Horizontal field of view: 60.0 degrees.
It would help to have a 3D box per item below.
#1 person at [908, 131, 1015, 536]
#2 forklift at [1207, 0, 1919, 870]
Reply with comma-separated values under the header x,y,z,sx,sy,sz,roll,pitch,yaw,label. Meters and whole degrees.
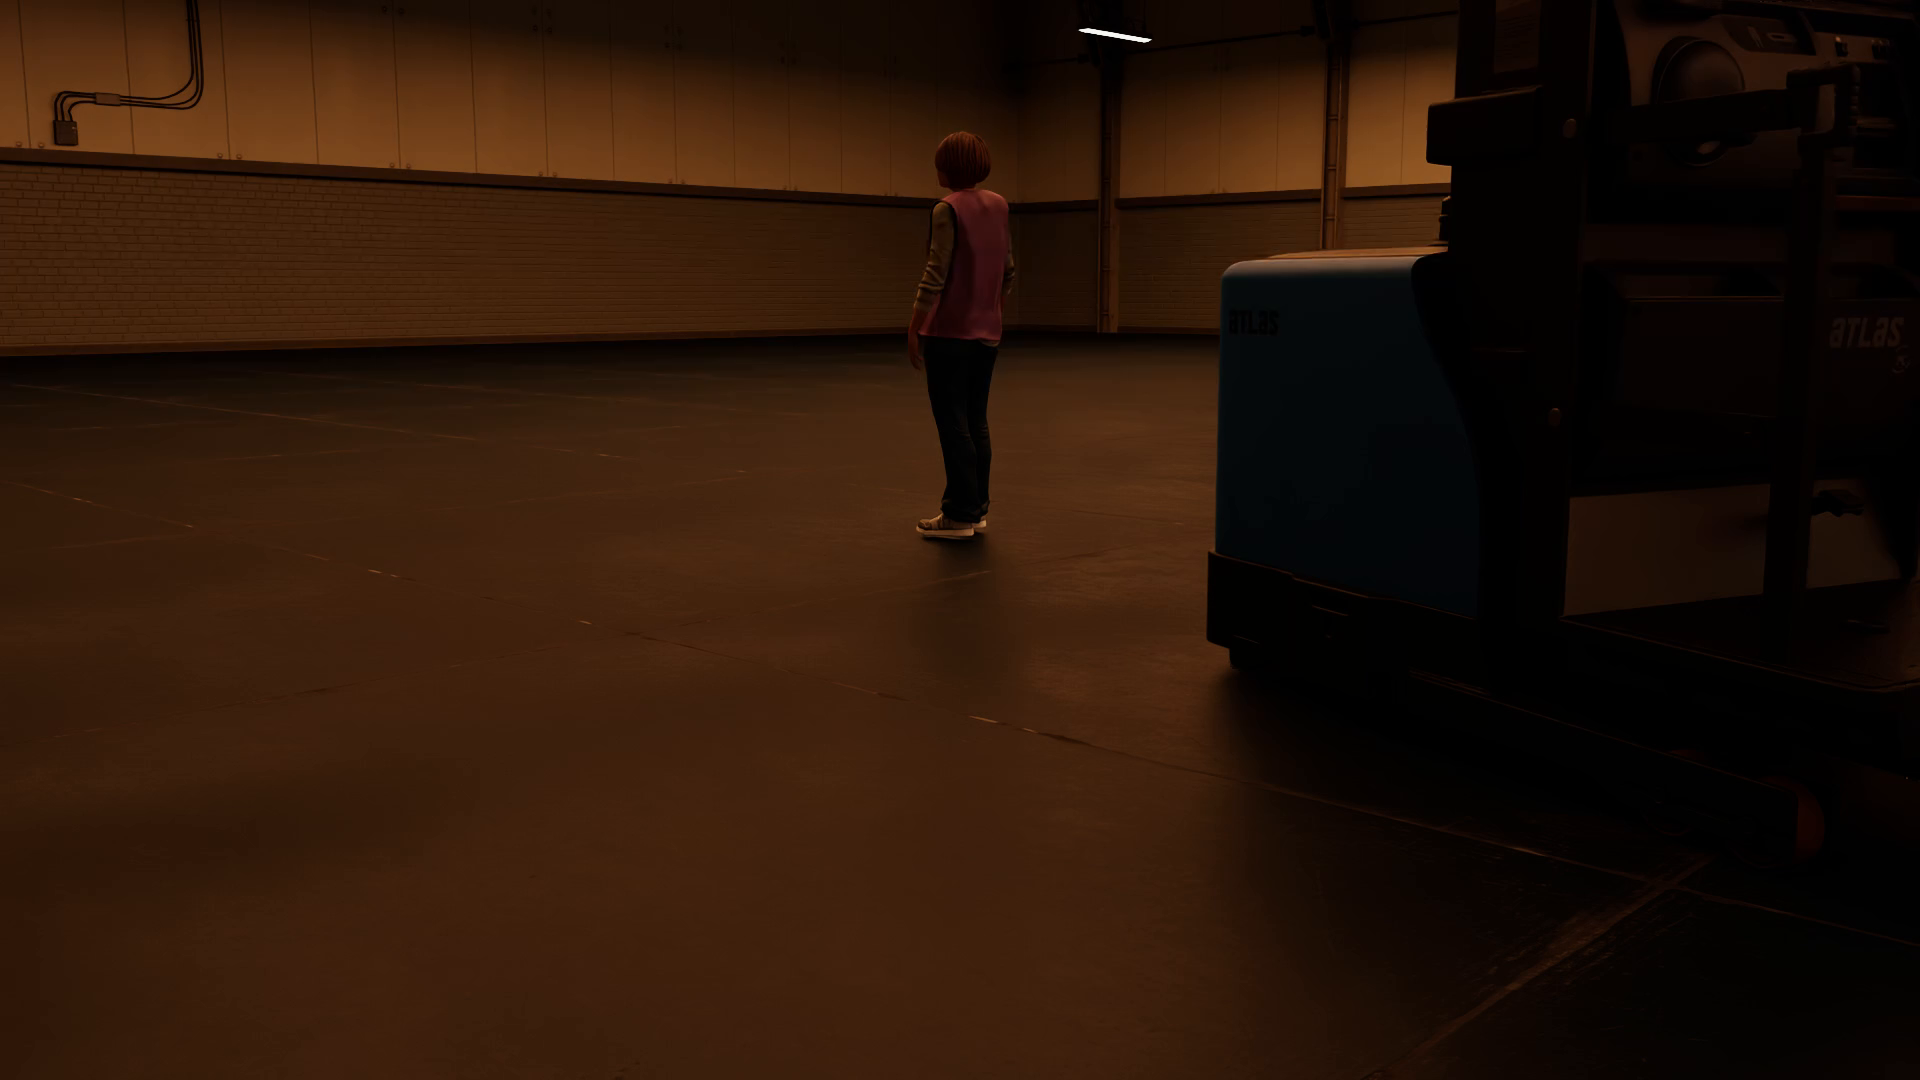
x,y,z,sx,sy,sz,roll,pitch,yaw,label
-0.044,-0.806,6.659,0.473,1.599,0.520,8,12,43,person
1.752,-0.948,3.168,1.130,2.935,3.031,-4,9,-25,forklift
